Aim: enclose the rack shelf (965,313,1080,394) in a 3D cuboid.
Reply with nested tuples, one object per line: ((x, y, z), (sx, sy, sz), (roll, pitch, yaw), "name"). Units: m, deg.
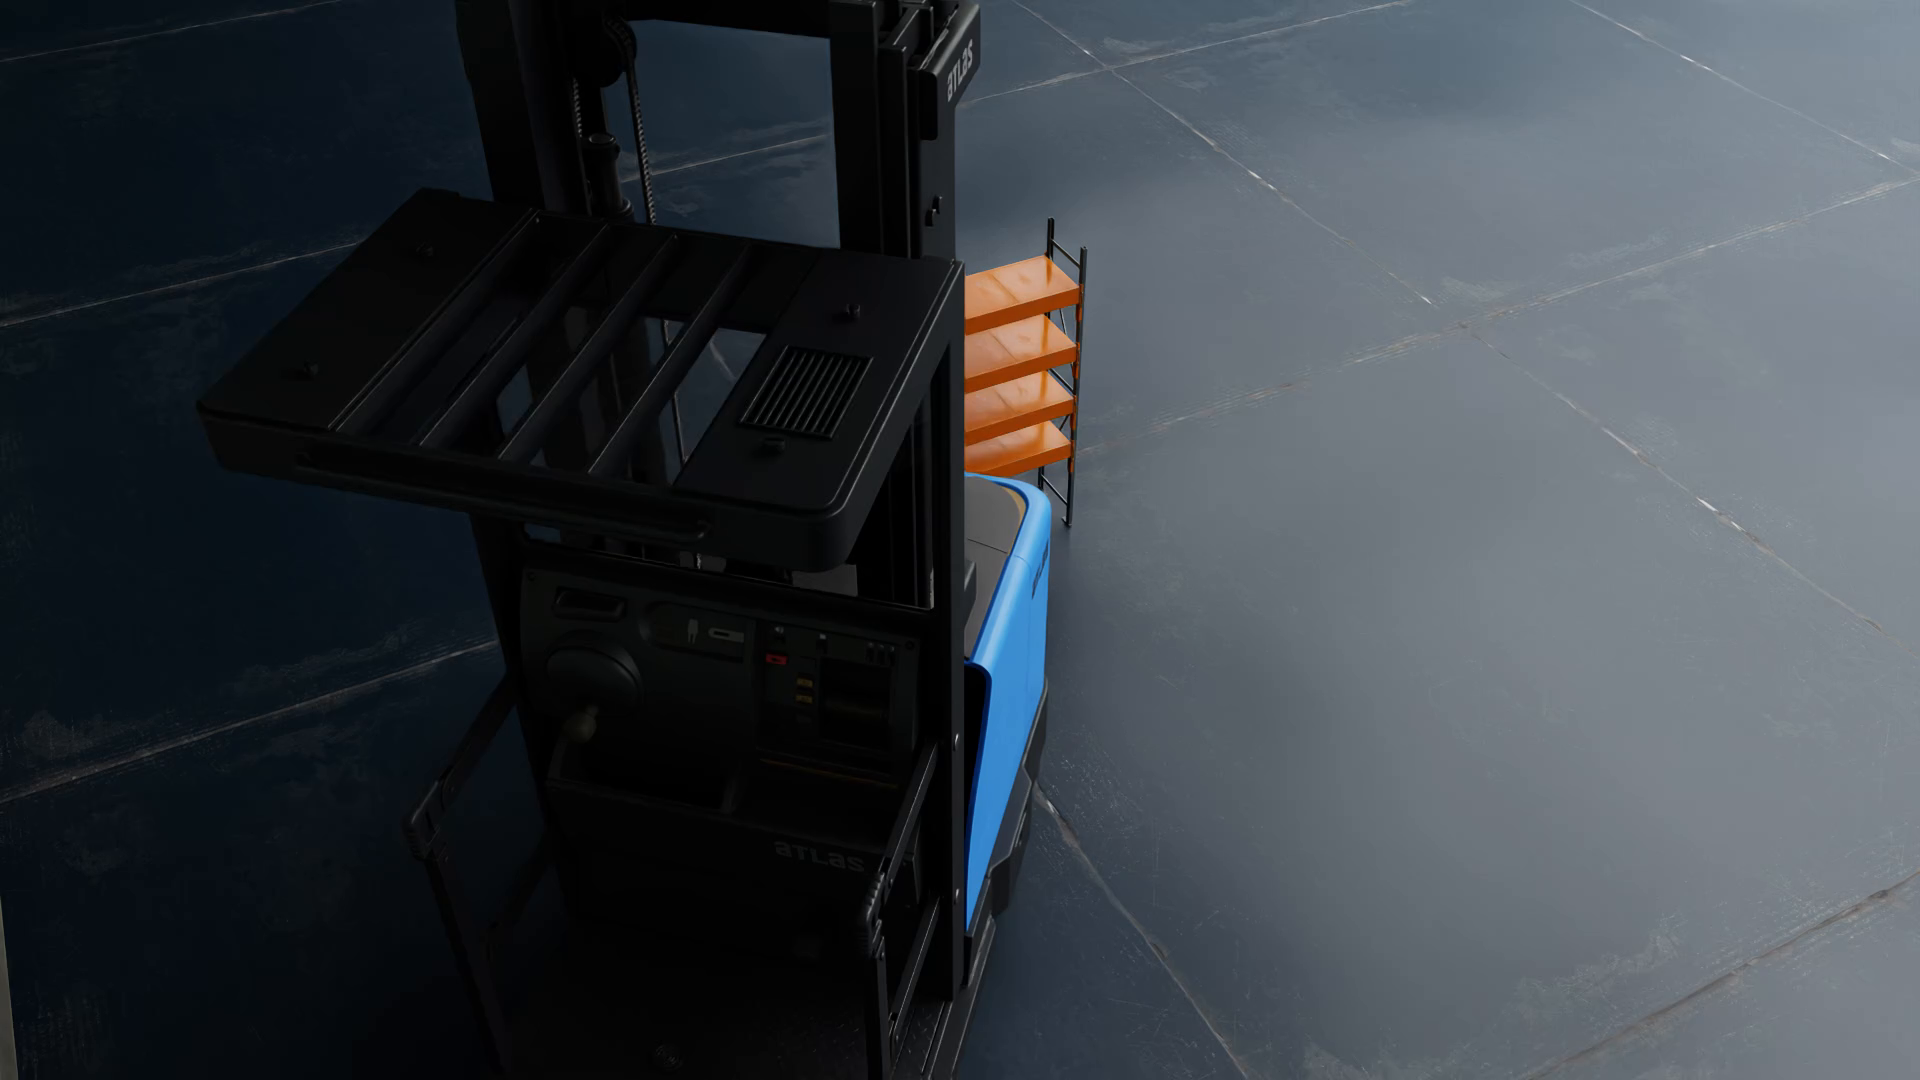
((0.147, -0.627, 5.820), (0.480, 0.148, 0.258), (-19, 44, -21), "rack shelf")

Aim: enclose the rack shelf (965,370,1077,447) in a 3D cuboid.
((0.147, -0.456, 5.964), (0.480, 0.148, 0.258), (-19, 44, -21), "rack shelf")

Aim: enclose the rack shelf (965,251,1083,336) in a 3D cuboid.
((0.147, -0.807, 5.667), (0.480, 0.148, 0.258), (-19, 44, -21), "rack shelf")

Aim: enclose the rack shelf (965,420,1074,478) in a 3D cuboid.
((0.147, -0.304, 6.092), (0.480, 0.148, 0.258), (-19, 44, -21), "rack shelf")

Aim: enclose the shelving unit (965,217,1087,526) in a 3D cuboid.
((0.147, -0.507, 5.921), (0.503, 1.200, 0.258), (-19, 44, -21), "shelving unit")

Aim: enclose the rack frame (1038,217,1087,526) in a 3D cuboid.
((0.363, -0.580, 6.007), (0.015, 1.200, 0.240), (-19, 44, -21), "rack frame")

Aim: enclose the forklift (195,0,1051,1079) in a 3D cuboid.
((-0.591, 0.382, 3.530), (1.130, 2.935, 3.031), (10, 41, 11), "forklift")
